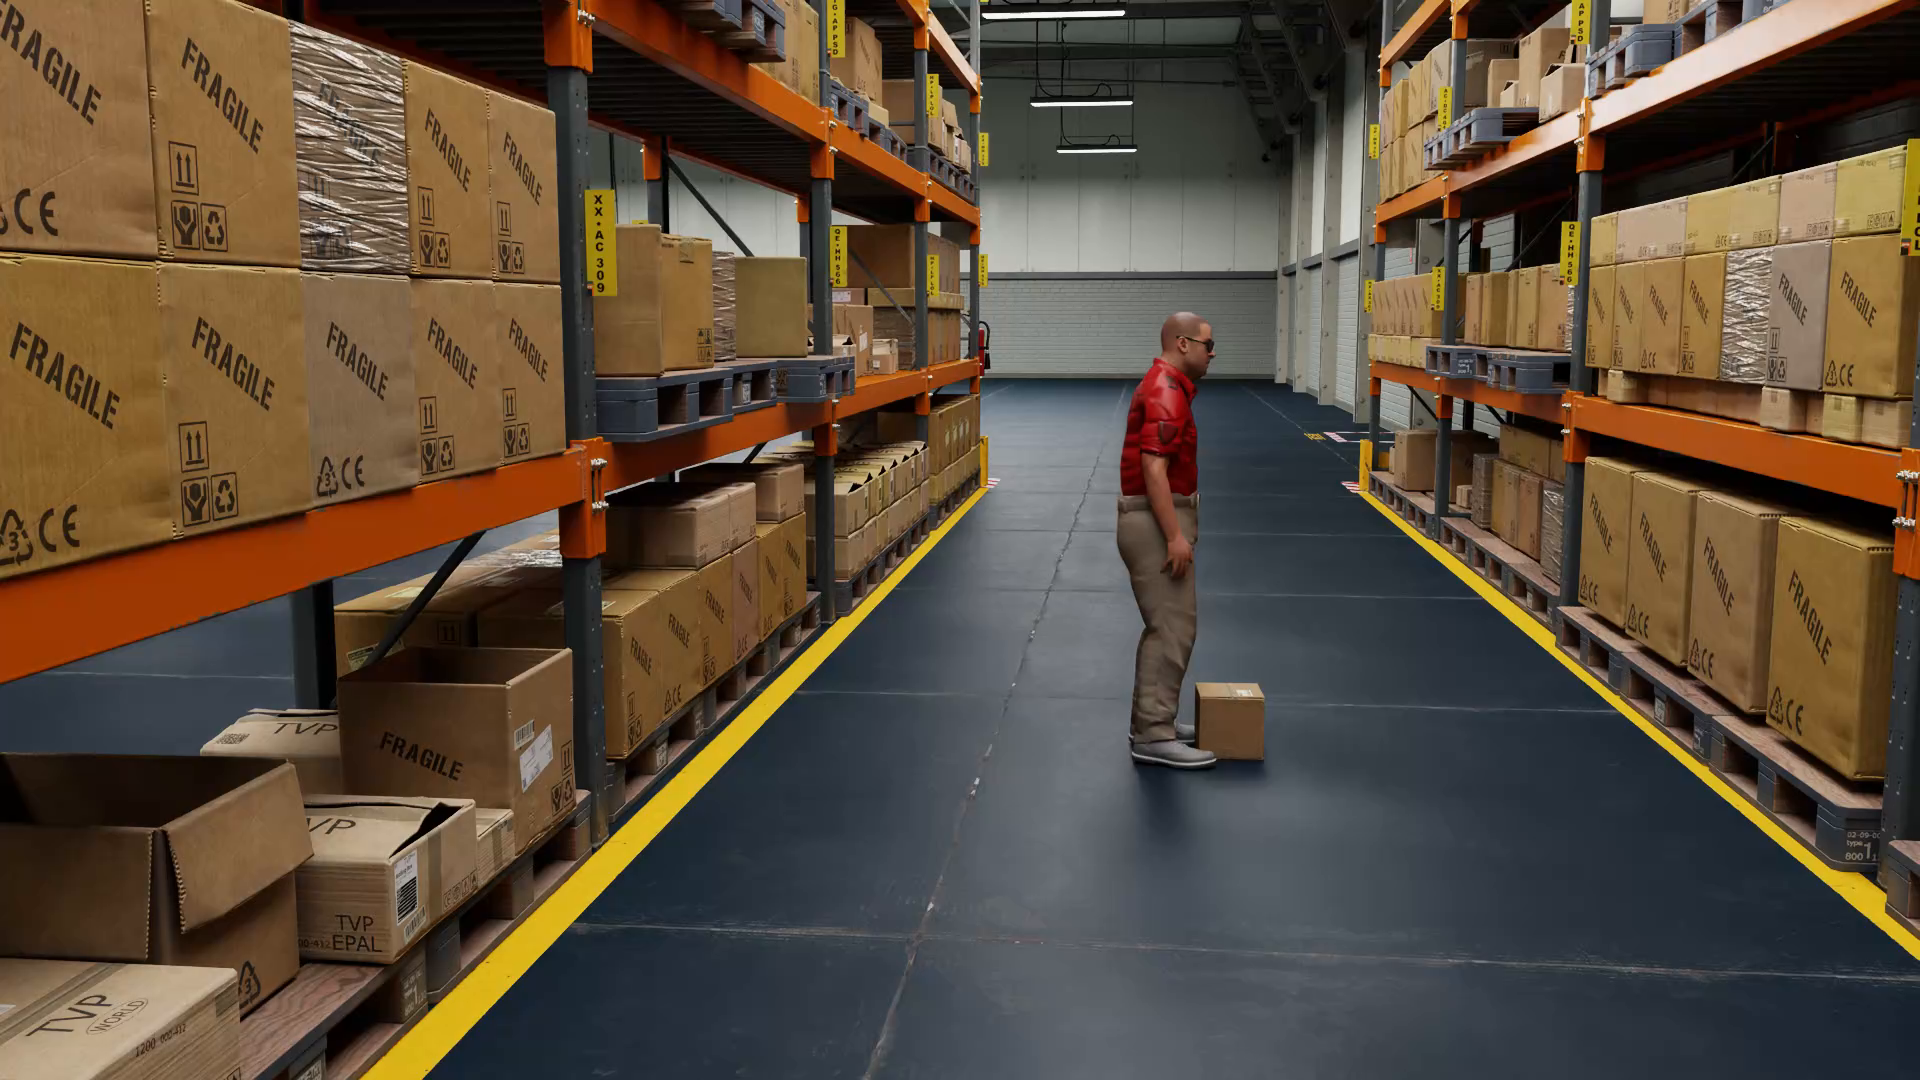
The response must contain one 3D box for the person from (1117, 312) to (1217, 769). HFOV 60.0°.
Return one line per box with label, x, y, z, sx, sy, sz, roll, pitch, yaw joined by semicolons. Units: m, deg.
person;0.813;-0.020;6.490;0.390;1.727;0.587;1;8;7
